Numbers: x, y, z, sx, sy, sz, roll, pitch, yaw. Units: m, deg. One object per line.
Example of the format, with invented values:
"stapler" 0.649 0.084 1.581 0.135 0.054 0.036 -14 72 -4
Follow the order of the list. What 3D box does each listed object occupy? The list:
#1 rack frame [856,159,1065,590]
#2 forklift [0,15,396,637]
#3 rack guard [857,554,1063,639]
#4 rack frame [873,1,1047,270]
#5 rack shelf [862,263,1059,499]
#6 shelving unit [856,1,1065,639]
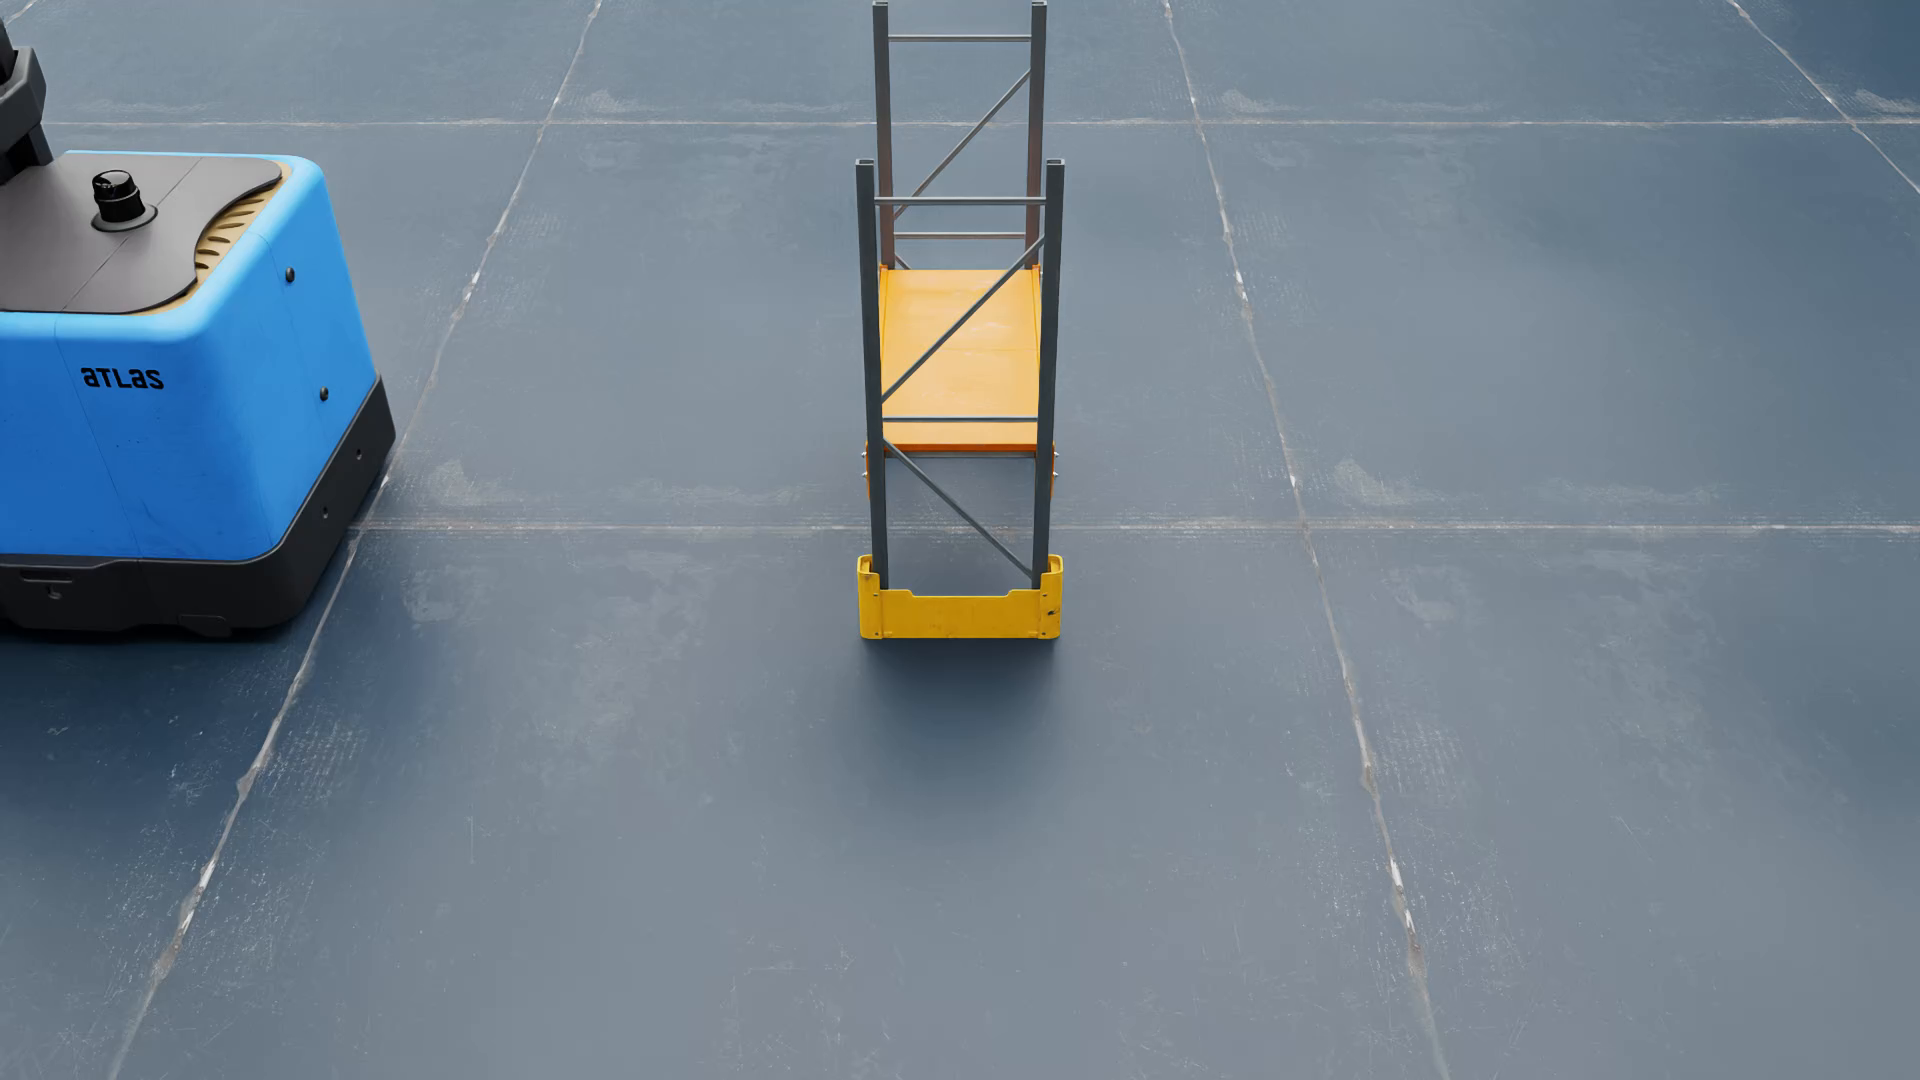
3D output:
"rack frame" 0.000 -0.321 4.451 0.500 1.500 0.032 0 39 0
"forklift" -3.421 -1.207 4.413 3.031 2.935 1.130 2 39 2
"rack guard" 0.000 0.166 4.843 0.587 0.250 0.087 0 39 0
"rack frame" -0.001 -0.956 5.244 0.500 1.500 0.032 0 39 0
"rack shelf" 0.000 -0.498 4.960 0.538 0.185 1.000 0 39 0
"shelving unit" 0.000 -0.633 4.840 0.587 1.500 1.083 0 39 0
